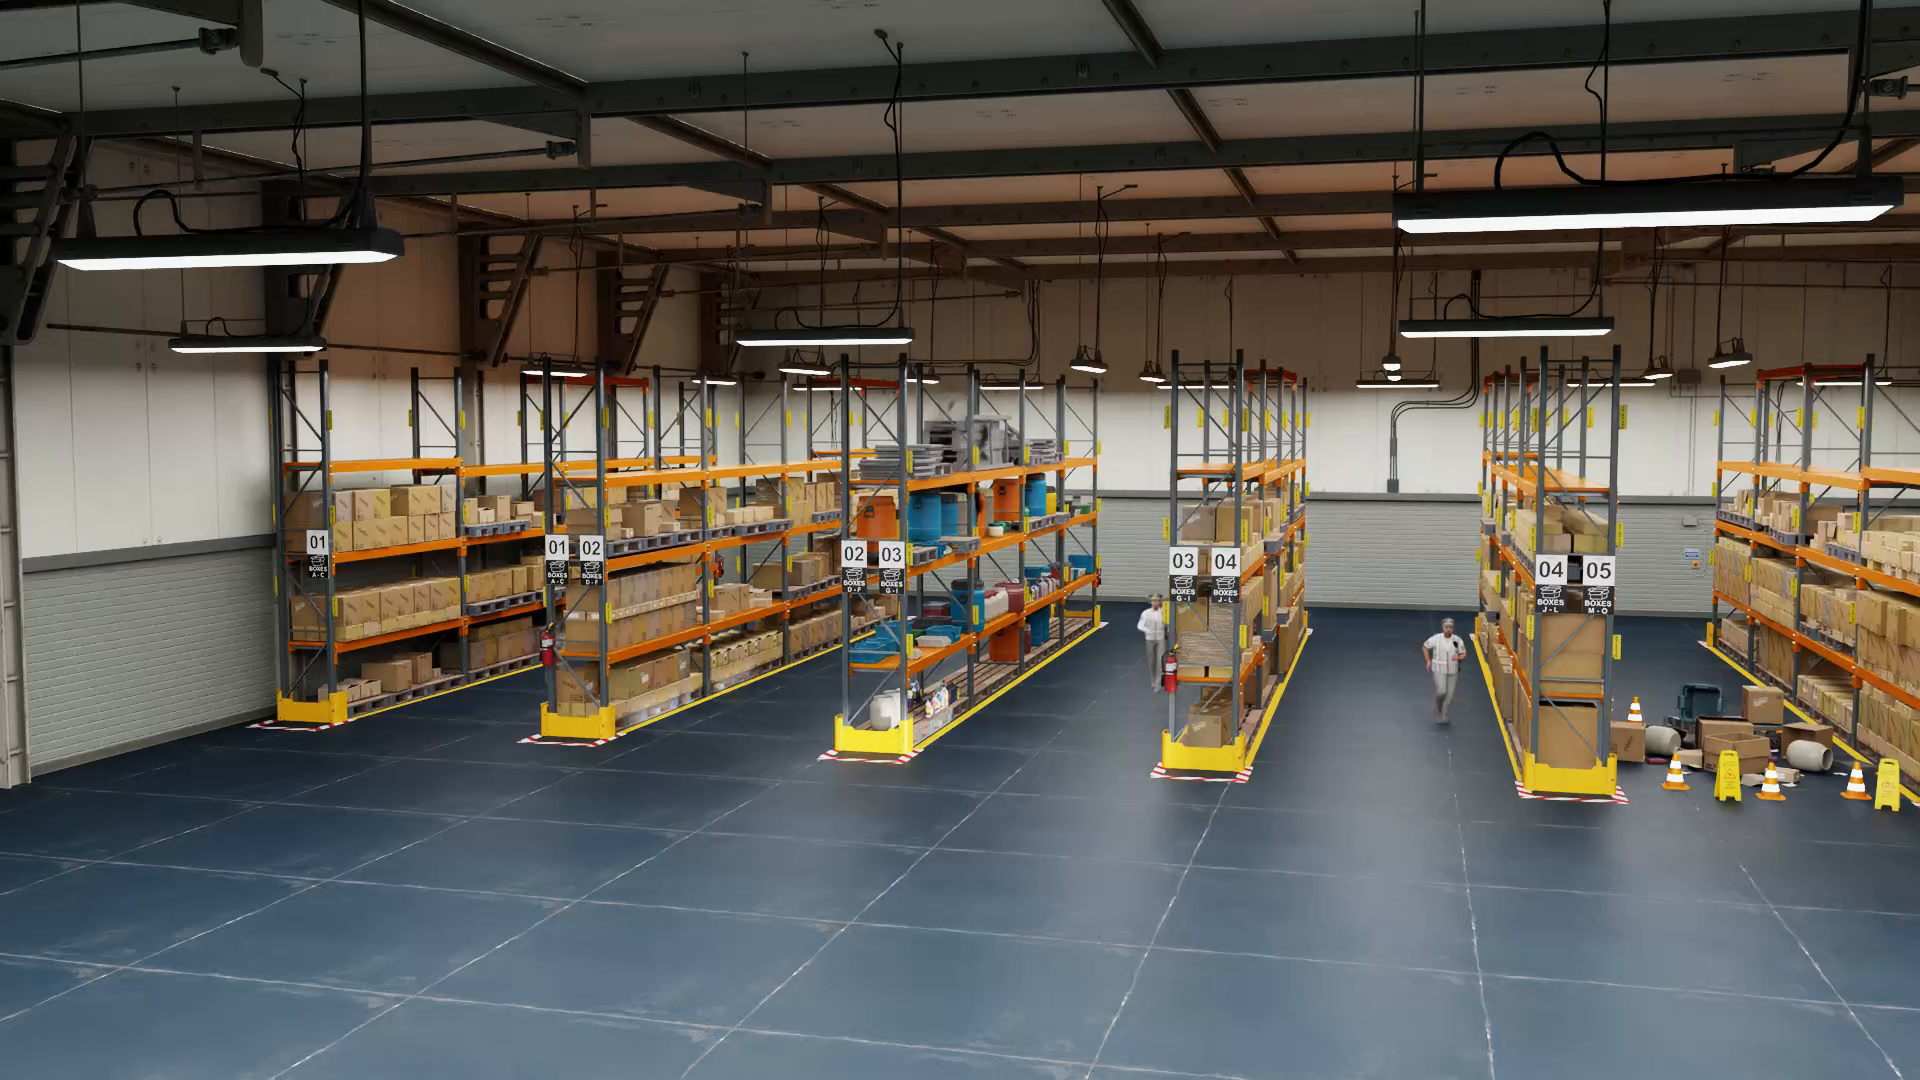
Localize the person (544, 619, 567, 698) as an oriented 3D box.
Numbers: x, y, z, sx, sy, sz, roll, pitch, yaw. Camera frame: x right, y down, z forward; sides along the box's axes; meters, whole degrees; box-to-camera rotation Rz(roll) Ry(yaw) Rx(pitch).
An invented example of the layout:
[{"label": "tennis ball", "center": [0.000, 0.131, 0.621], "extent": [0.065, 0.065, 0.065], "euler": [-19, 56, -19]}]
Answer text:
[{"label": "person", "center": [-6.946, 2.148, 28.560], "extent": [0.505, 1.597, 0.667], "euler": [0, 4, 7]}]

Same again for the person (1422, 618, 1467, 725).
[{"label": "person", "center": [7.973, 2.160, 27.272], "extent": [0.652, 1.773, 0.653], "euler": [0, 4, 2]}]

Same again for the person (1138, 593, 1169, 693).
[{"label": "person", "center": [3.403, 1.775, 28.936], "extent": [0.617, 1.728, 0.862], "euler": [1, 4, 9]}]
